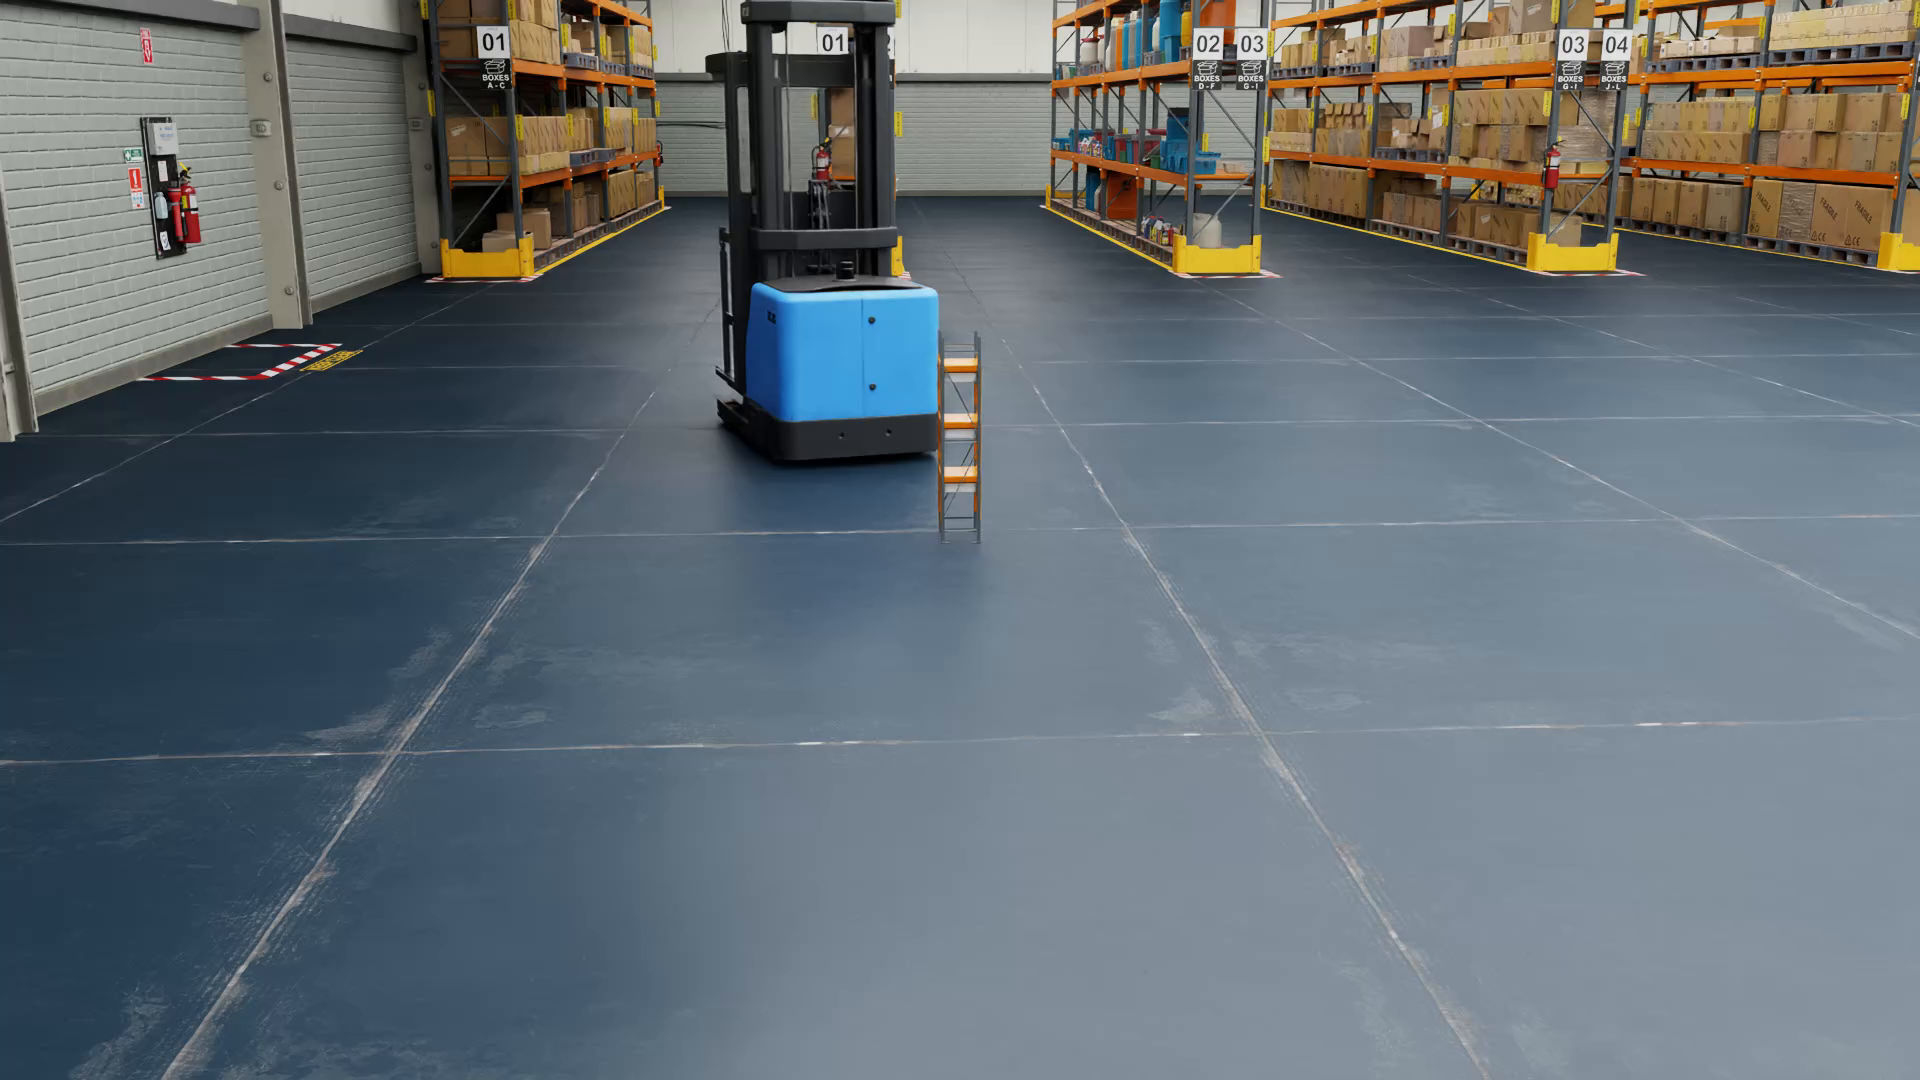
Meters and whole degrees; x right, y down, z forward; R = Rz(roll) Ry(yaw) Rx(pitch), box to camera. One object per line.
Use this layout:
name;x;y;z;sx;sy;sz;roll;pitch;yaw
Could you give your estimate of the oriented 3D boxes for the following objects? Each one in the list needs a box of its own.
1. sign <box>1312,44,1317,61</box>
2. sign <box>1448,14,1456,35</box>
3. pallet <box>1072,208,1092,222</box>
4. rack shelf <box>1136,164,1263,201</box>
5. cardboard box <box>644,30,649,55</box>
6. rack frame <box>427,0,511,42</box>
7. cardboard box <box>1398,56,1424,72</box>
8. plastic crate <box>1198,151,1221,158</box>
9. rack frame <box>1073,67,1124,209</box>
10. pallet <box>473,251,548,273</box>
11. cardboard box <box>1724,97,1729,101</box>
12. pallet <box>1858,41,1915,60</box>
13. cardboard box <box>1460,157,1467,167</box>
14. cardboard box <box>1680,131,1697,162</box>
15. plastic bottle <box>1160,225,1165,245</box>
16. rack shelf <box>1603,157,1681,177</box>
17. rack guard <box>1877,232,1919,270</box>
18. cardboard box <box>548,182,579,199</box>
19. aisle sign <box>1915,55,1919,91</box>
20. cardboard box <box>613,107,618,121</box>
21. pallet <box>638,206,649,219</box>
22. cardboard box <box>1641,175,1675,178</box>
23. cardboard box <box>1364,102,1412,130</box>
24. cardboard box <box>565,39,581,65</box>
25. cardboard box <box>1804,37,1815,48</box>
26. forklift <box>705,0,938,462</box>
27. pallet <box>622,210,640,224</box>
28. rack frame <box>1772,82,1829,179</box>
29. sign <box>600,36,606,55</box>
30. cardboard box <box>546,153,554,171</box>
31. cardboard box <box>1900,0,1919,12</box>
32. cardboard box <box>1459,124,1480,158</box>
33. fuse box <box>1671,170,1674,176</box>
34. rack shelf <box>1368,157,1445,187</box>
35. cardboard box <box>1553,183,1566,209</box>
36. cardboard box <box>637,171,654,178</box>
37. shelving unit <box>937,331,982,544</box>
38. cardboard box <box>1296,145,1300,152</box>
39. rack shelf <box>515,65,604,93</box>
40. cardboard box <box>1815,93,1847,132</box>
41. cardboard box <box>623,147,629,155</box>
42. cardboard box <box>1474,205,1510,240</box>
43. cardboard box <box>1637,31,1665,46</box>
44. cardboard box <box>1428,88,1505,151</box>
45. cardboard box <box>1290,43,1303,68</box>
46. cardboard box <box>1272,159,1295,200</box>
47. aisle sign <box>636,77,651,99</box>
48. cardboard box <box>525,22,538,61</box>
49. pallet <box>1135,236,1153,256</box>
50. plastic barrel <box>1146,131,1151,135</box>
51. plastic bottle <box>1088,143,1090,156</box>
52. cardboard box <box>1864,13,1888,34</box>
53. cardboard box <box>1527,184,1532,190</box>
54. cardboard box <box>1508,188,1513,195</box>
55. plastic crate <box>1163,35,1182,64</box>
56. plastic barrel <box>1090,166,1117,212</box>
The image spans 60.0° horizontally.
sign;7.219;-9.922;33.853;0.100;0.325;0.005;-1;14;-3
sign;7.715;-8.084;26.079;0.100;0.325;0.005;-1;14;-3
pallet;2.836;-6.570;33.638;1.003;0.211;1.213;-1;14;-3
rack shelf;3.449;-5.278;24.463;1.077;0.370;4.000;-1;14;-3
cardboard box;-6.968;-10.648;35.622;0.500;0.500;0.500;0;14;-2
rack frame;-6.315;-7.881;21.098;1.000;3.000;0.127;-1;14;-3
cardboard box;7.869;-8.199;28.652;0.500;0.250;0.500;-1;14;-2
plastic crate;3.665;-5.780;25.271;0.499;0.251;0.616;-1;14;-3
rack frame;2.830;-8.113;34.039;1.000;3.000;0.127;-1;14;-3
pallet;-6.334;-3.847;23.054;1.003;0.211;1.213;-1;14;-3
cardboard box;17.228;-9.769;36.965;0.380;0.149;0.250;-1;14;-3
pallet;13.417;-6.851;23.291;1.003;0.211;1.213;-1;14;-3
cardboard box;8.028;-5.896;25.926;0.380;0.149;0.250;-1;14;-3
cardboard box;12.830;-6.803;28.746;0.500;0.500;0.500;-1;14;-4
plastic bottle;2.997;-4.505;24.584;0.061;0.283;0.133;-1;14;-2
rack shelf;12.854;-7.395;32.692;1.077;0.370;4.000;-1;14;-3
rack guard;13.475;-4.040;23.225;1.175;0.500;0.348;-1;14;-3
cardboard box;-6.704;-5.882;27.997;0.500;0.250;0.500;-1;14;-4
aisle sign;13.178;-6.493;22.526;0.394;0.787;0.004;-1;14;-3
cardboard box;-6.650;-7.905;30.889;0.500;0.250;0.500;-1;14;-3
pallet;-7.027;-6.800;34.532;1.003;0.211;1.213;-1;14;-3
cardboard box;13.177;-6.777;31.516;0.500;0.250;0.500;-2;15;-6
cardboard box;7.992;-7.911;31.040;0.797;0.503;0.637;0;14;-2
cardboard box;-6.823;-8.154;27.930;0.797;0.503;0.637;1;14;4
cardboard box;12.974;-7.485;25.040;0.380;0.149;0.250;-1;14;-4
forklift;-1.074;-2.225;11.291;1.130;2.935;3.031;-5;15;-18
pallet;-6.935;-6.419;33.051;1.003;0.211;1.213;-1;14;-3
rack frame;17.664;-8.343;34.931;1.000;3.000;0.127;-1;14;-3
sign;-6.269;-8.676;29.170;0.100;0.325;0.005;-1;14;-3
cardboard box;-6.129;-5.420;23.835;0.500;0.250;0.500;-1;14;-3
cardboard box;13.114;-7.304;22.735;0.380;0.149;0.250;-1;14;-3
cardboard box;8.231;-6.155;25.630;0.875;0.500;0.500;-1;14;-3
fuse box;19.149;-10.111;44.392;0.539;1.711;0.414;-1;14;-3
rack shelf;8.145;-6.349;28.626;1.077;0.370;4.000;-1;14;-3
cardboard box;12.511;-7.046;34.065;0.500;0.500;0.500;0;14;-1
cardboard box;-6.973;-8.060;36.705;0.380;0.149;0.250;-1;14;-4
shelving unit;-0.003;-0.522;8.447;0.215;1.050;0.252;-1;14;-3
cardboard box;7.380;-8.330;35.388;0.380;0.149;0.250;-1;14;-2
rack shelf;-6.686;-7.572;27.361;1.077;0.370;4.000;-1;14;-3
cardboard box;13.301;-6.352;24.725;0.875;0.550;0.500;-1;14;-3
cardboard box;-6.669;-7.576;32.416;0.380;0.149;0.250;-1;14;-3
cardboard box;8.297;-4.950;25.920;0.500;0.500;0.500;4;15;14
cardboard box;12.693;-9.215;30.563;0.396;0.266;0.258;-1;14;-3
cardboard box;8.359;-6.894;27.253;1.000;1.000;1.000;-1;14;-3
cardboard box;7.606;-10.539;36.204;0.700;0.500;0.500;-2;15;-7
cardboard box;7.645;-8.201;37.801;0.875;0.875;0.875;-1;14;-3
aisle sign;-7.011;-10.236;37.074;0.394;0.787;0.004;-1;14;-3
cardboard box;-6.120;-6.837;22.818;0.500;0.500;0.500;0;14;-1
pallet;3.325;-4.605;26.002;1.003;0.211;1.213;-1;14;-3
plastic barrel;3.381;-6.815;28.770;0.421;0.512;0.421;0;14;0
plastic bottle;2.536;-7.588;32.258;0.097;0.271;0.097;0;14;0
cardboard box;13.134;-7.274;23.420;0.500;0.250;0.500;-1;14;-3
cardboard box;12.370;-7.561;35.578;0.380;0.149;0.250;-1;14;-4
cardboard box;12.399;-7.743;36.882;0.380;0.149;0.250;0;14;-1
plastic crate;3.155;-7.043;23.893;0.392;0.384;0.575;-1;14;-3
plastic barrel;2.890;-6.989;33.037;0.600;0.901;0.708;-1;14;-3
